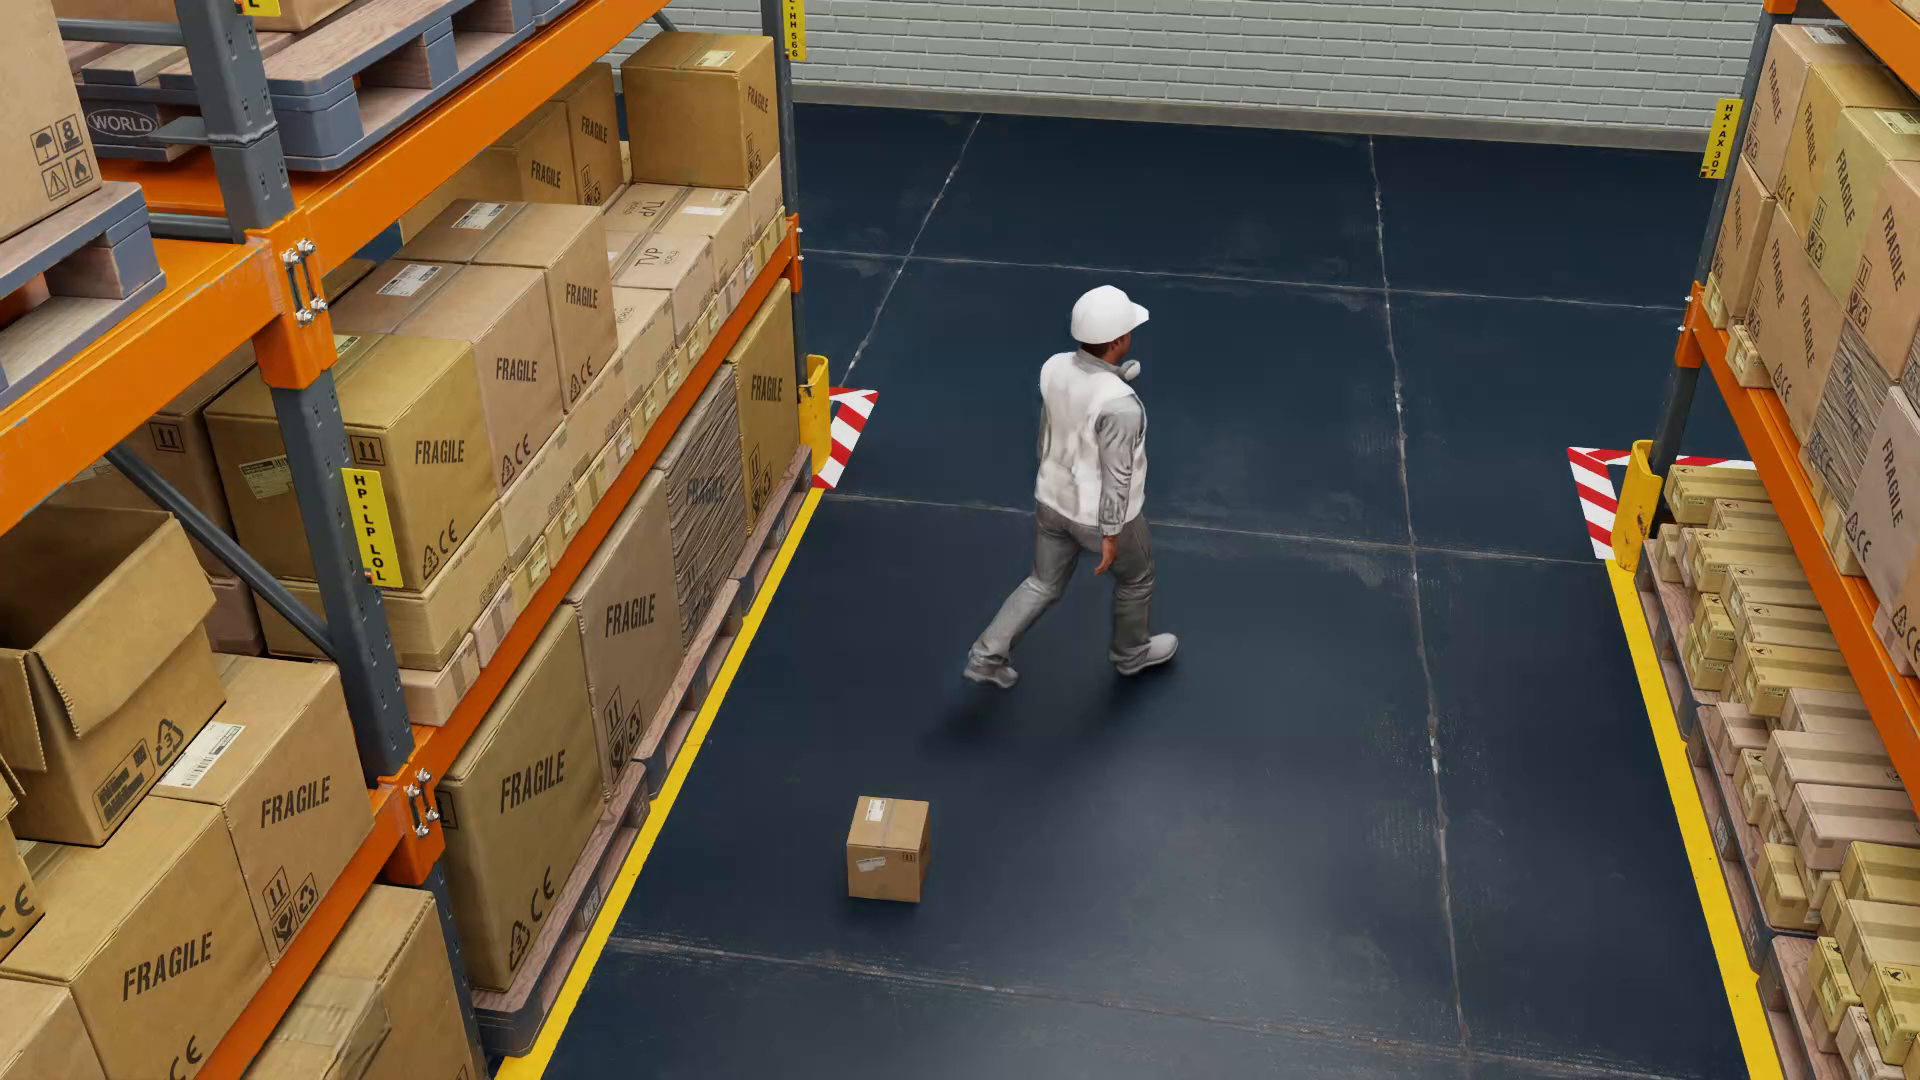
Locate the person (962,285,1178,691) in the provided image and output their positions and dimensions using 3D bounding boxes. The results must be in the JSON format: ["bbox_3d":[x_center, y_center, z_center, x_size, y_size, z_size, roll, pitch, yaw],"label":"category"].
[{"bbox_3d":[0.458,-0.143,6.354,0.980,1.740,0.533,-23,39,-32],"label":"person"}]
